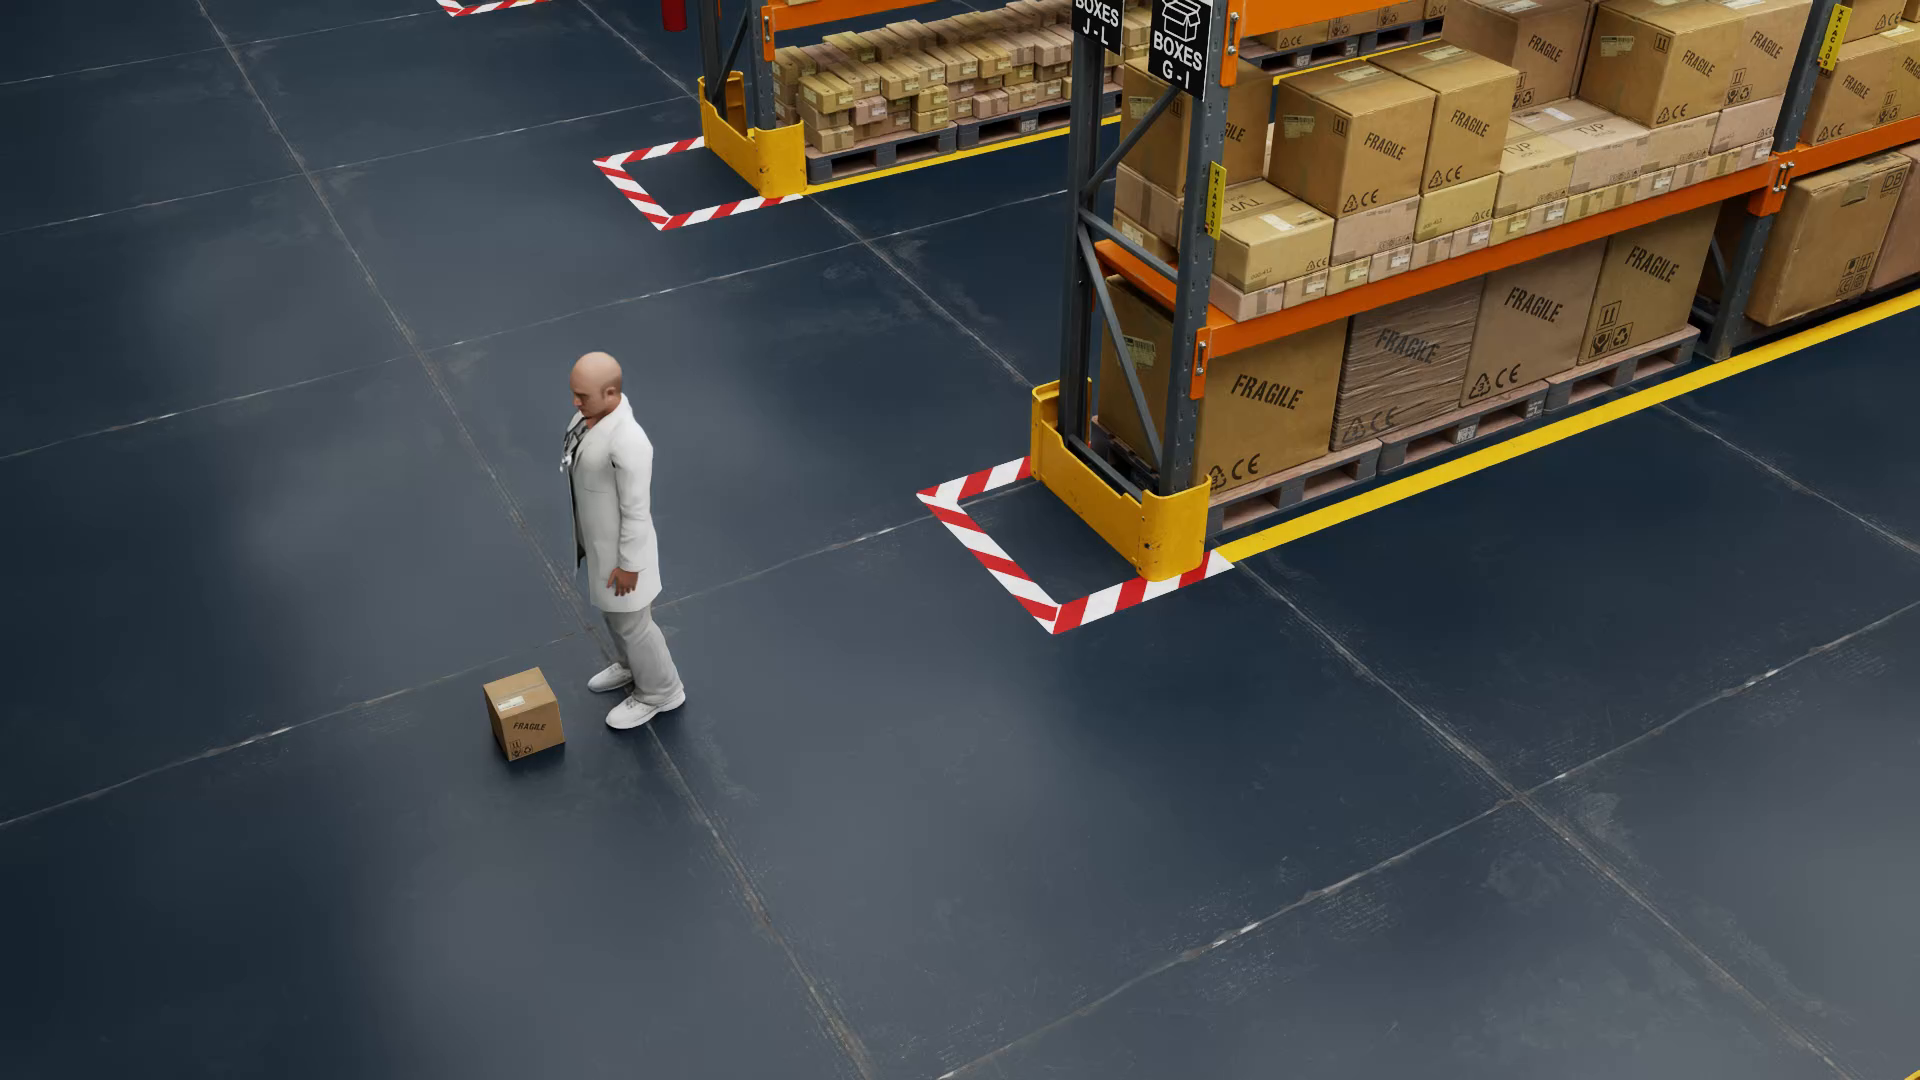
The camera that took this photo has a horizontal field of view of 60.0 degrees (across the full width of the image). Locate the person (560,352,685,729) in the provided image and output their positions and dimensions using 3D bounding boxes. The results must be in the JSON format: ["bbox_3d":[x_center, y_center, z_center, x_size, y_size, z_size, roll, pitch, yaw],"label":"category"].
[{"bbox_3d":[-1.436,0.007,6.946,0.389,1.786,0.563,-18,40,-23],"label":"person"}]
